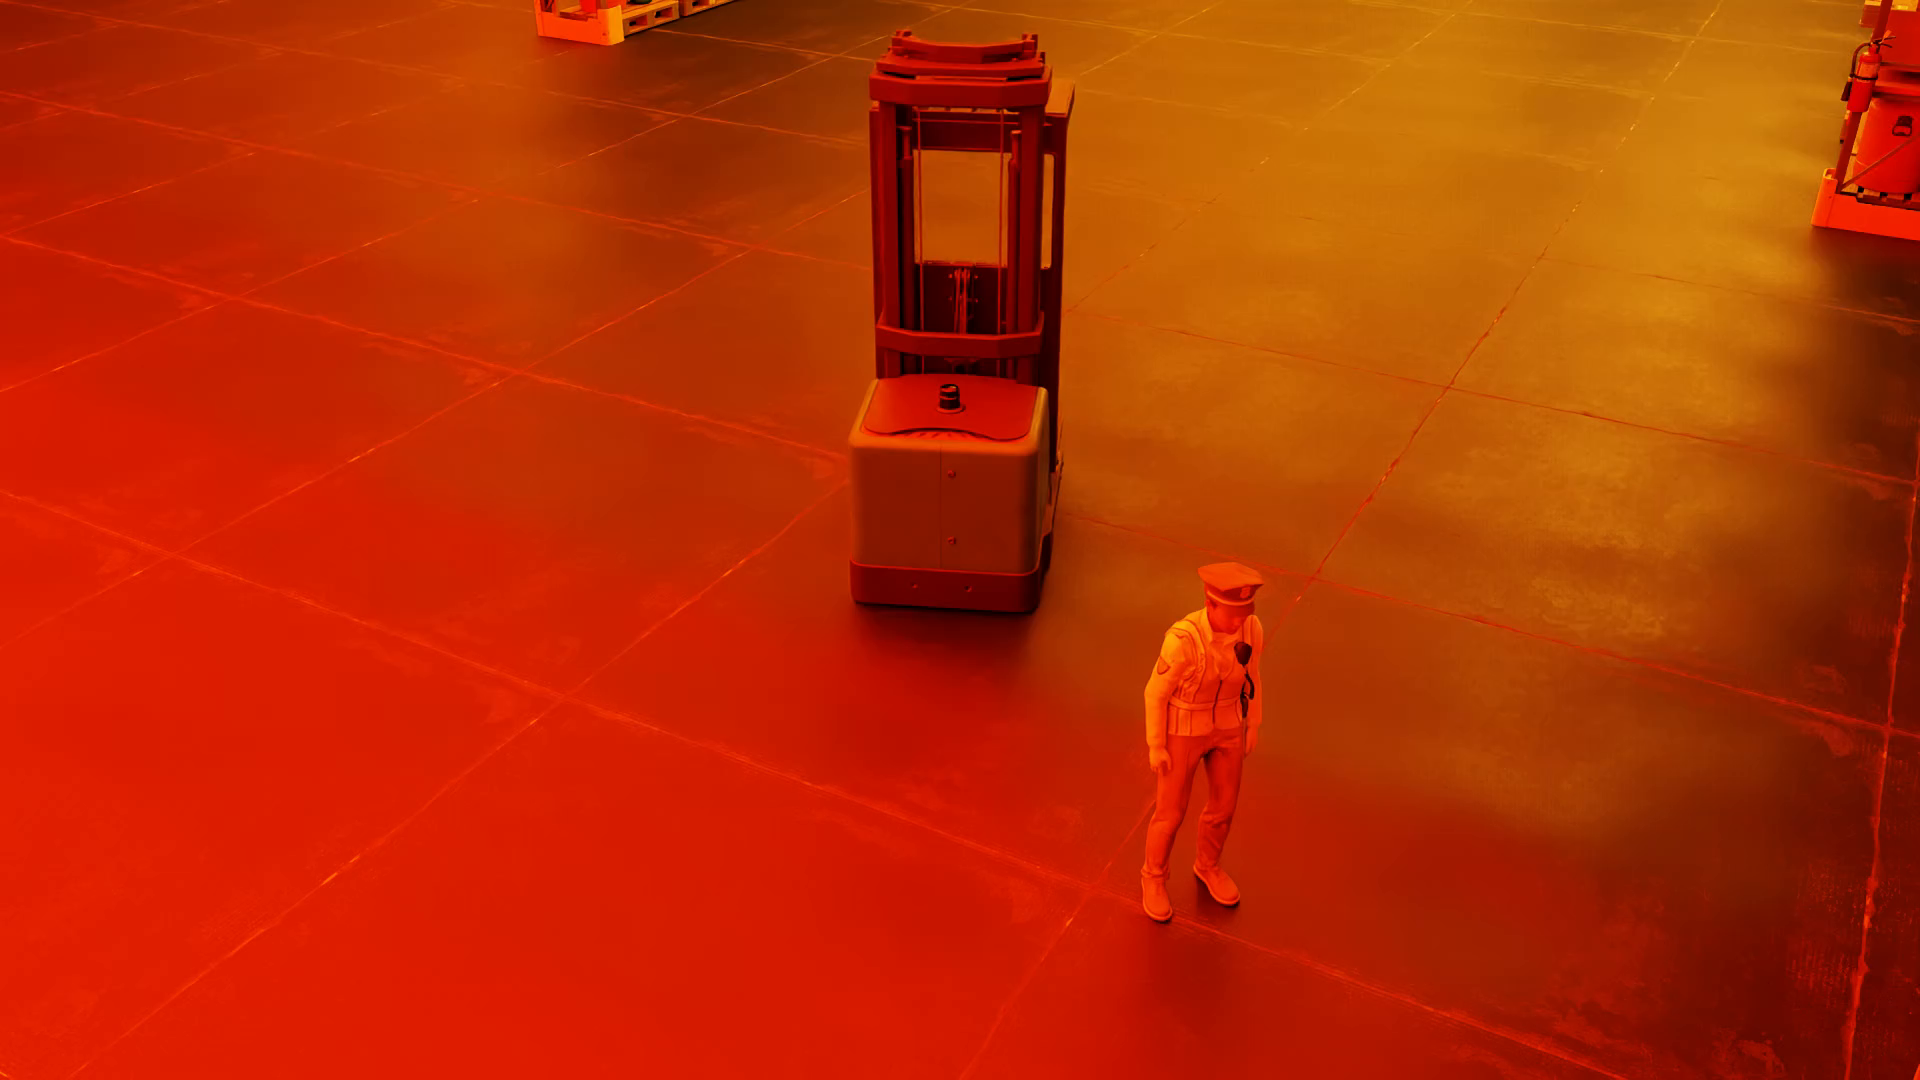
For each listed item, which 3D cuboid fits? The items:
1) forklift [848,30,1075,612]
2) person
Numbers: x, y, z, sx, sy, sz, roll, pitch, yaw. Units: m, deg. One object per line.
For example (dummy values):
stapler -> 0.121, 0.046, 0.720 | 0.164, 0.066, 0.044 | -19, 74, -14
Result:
forklift -> 0.075, -1.584, 9.815 | 1.130, 2.935, 3.031 | 3, 30, 6
person -> 1.020, 0.815, 6.931 | 0.528, 1.662, 0.375 | -10, 31, -16
